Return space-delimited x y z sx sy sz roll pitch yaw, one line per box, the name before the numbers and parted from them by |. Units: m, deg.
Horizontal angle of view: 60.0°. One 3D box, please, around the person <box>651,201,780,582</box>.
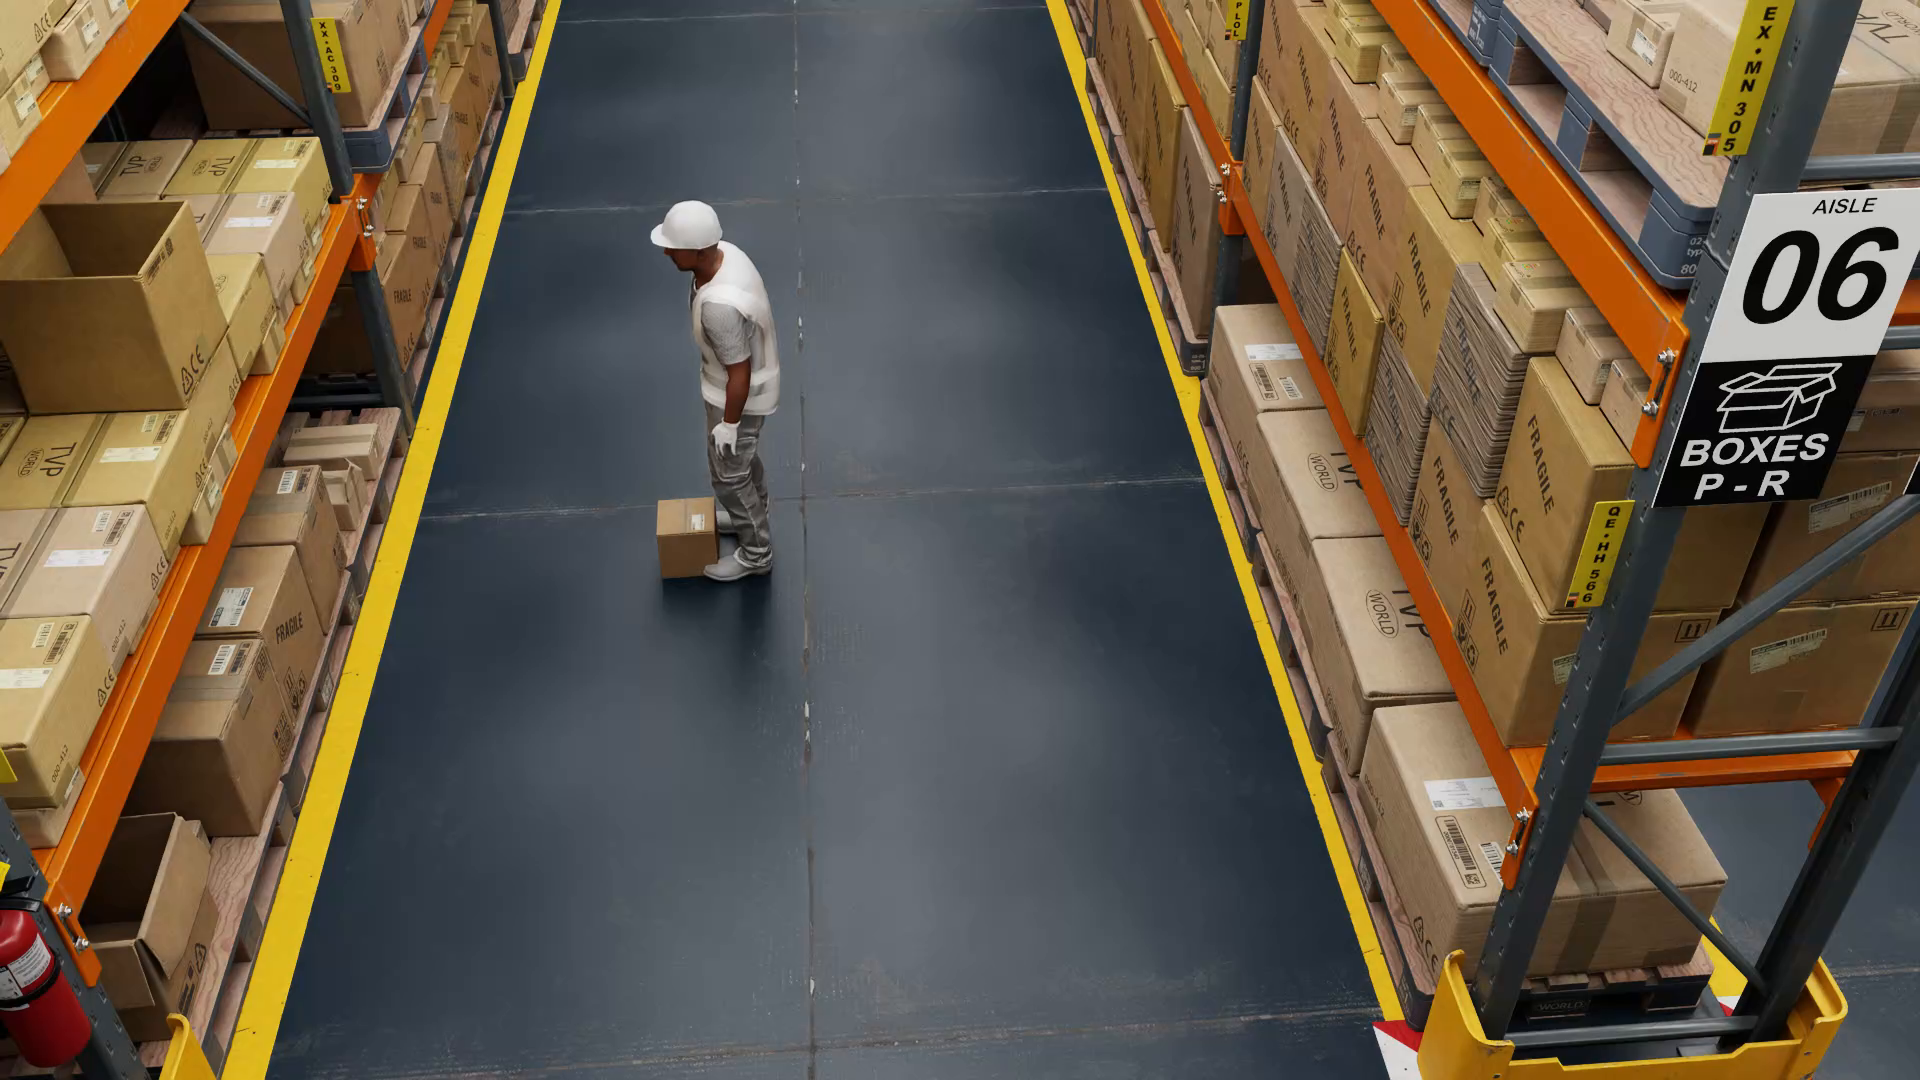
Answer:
person | -0.971 -0.617 6.914 0.451 1.773 0.625 -5 39 -7
